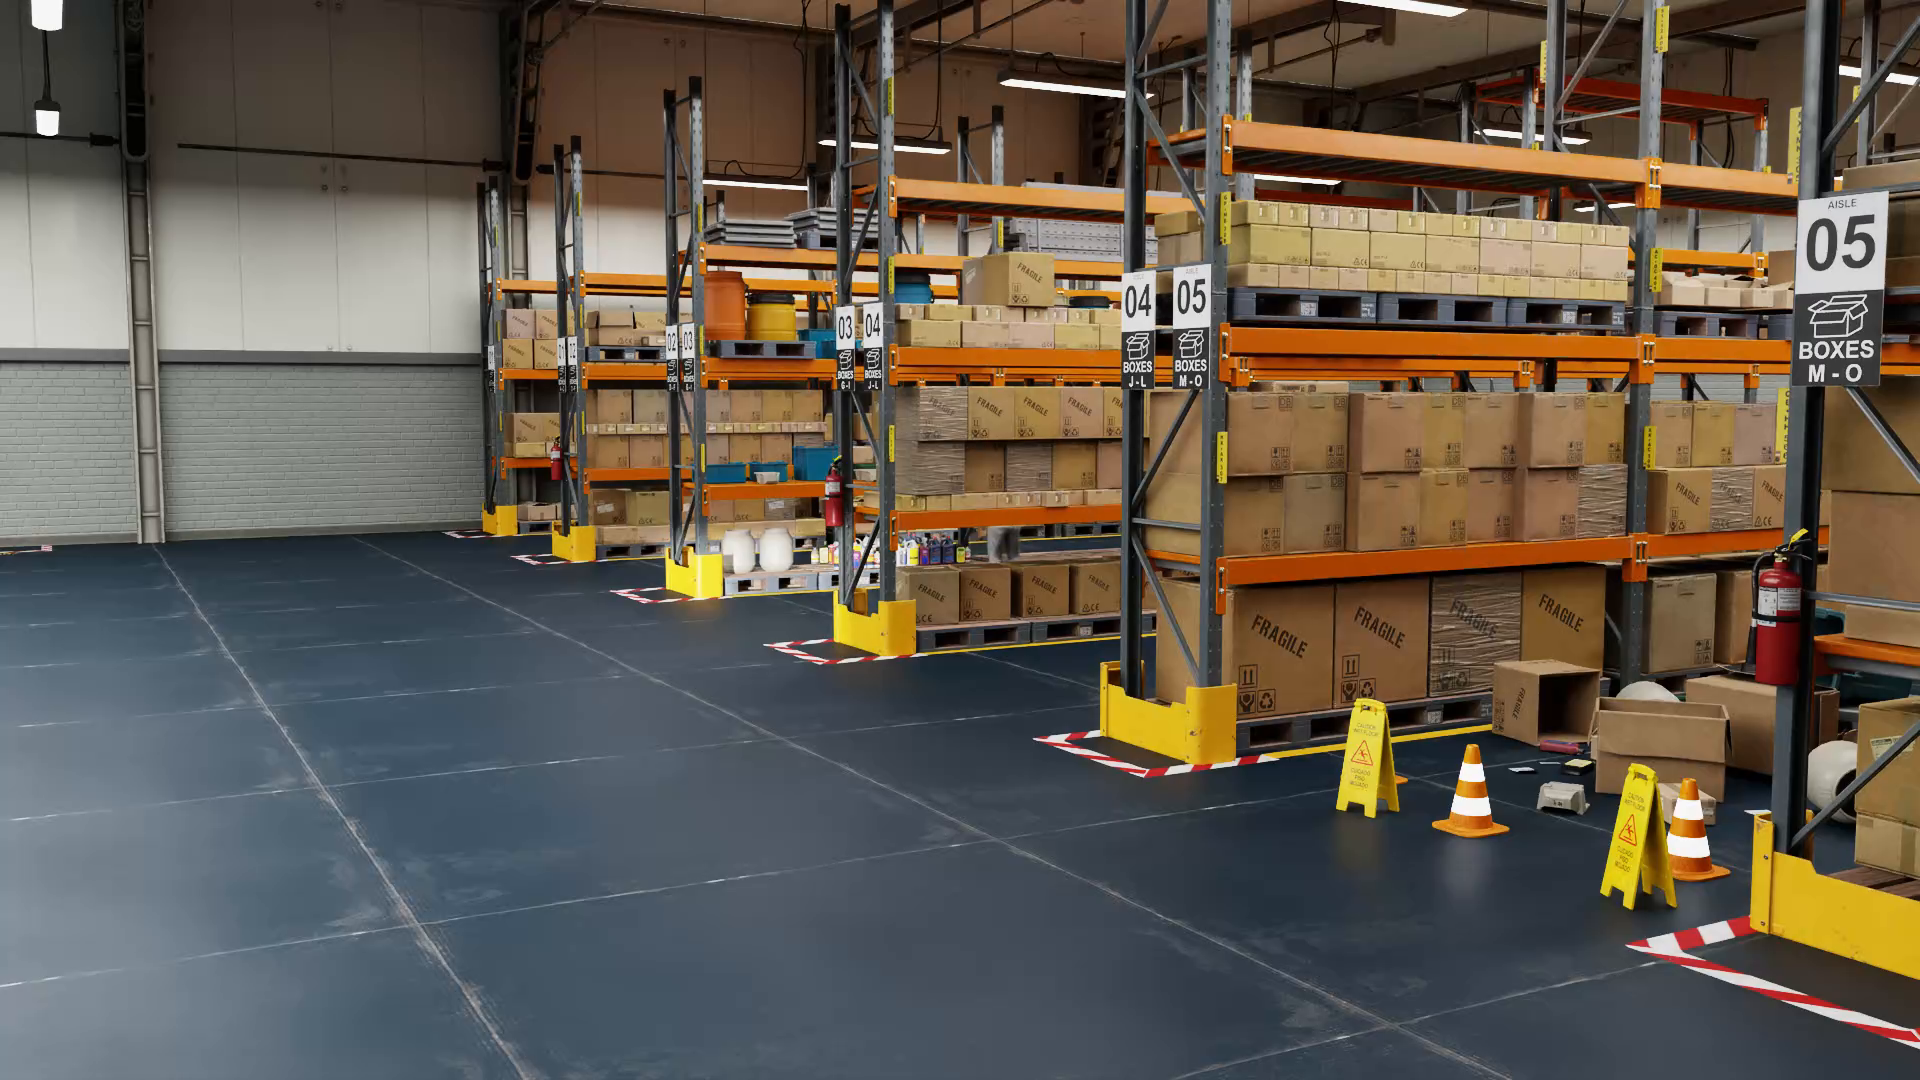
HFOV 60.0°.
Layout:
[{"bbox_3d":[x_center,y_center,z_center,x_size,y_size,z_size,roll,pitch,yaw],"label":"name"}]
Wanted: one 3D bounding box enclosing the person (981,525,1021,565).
[{"bbox_3d":[0.502,-0.201,19.429,0.569,1.767,0.482,-3,6,-30],"label":"person"}]
